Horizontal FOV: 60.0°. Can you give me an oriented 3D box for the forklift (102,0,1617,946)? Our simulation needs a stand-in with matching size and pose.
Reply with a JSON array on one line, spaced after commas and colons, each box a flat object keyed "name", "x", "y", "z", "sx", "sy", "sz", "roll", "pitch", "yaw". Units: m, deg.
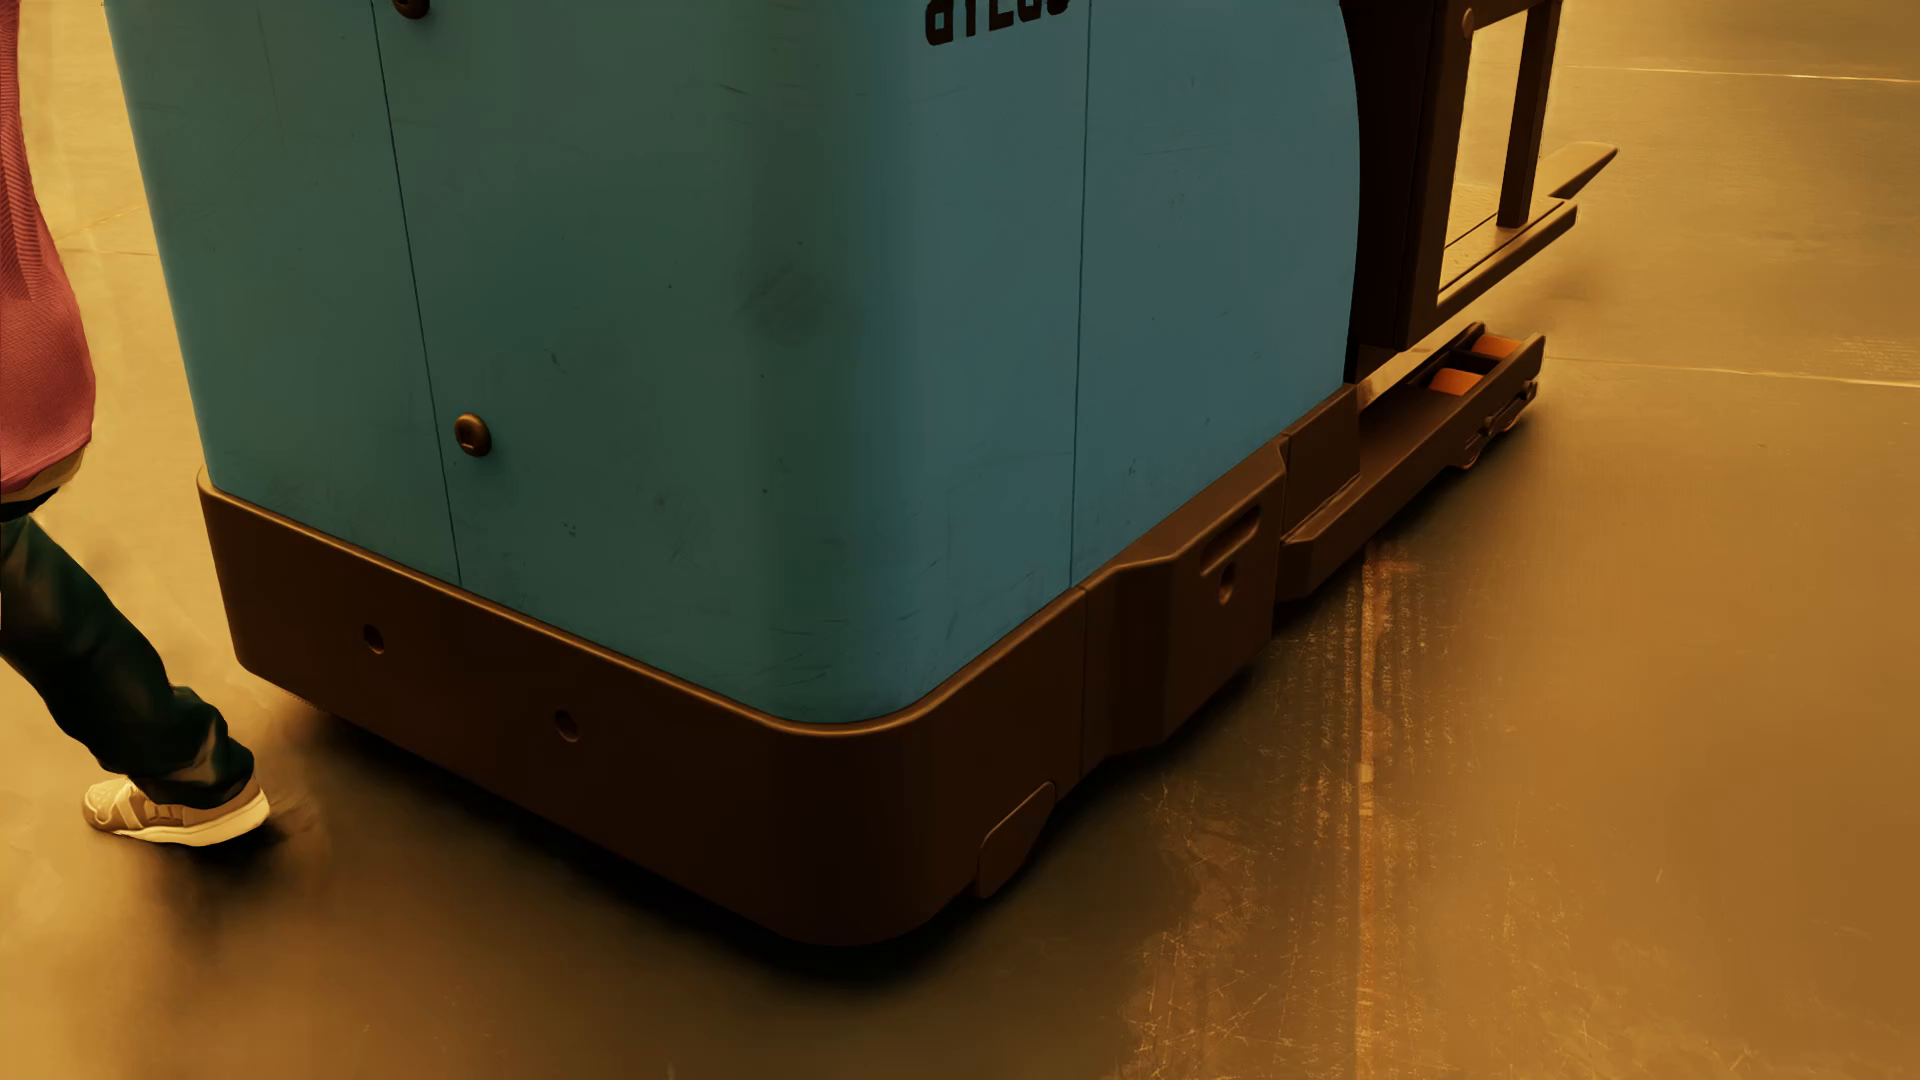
[{"name": "forklift", "x": 0.349, "y": -1.534, "z": 2.287, "sx": 1.130, "sy": 2.935, "sz": 3.031, "roll": 17, "pitch": 32, "yaw": 31}]

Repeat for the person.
[{"name": "person", "x": -1.004, "y": -0.156, "z": 1.295, "sx": 0.682, "sy": 1.428, "sz": 0.765, "roll": 6, "pitch": 27, "yaw": 12}]
